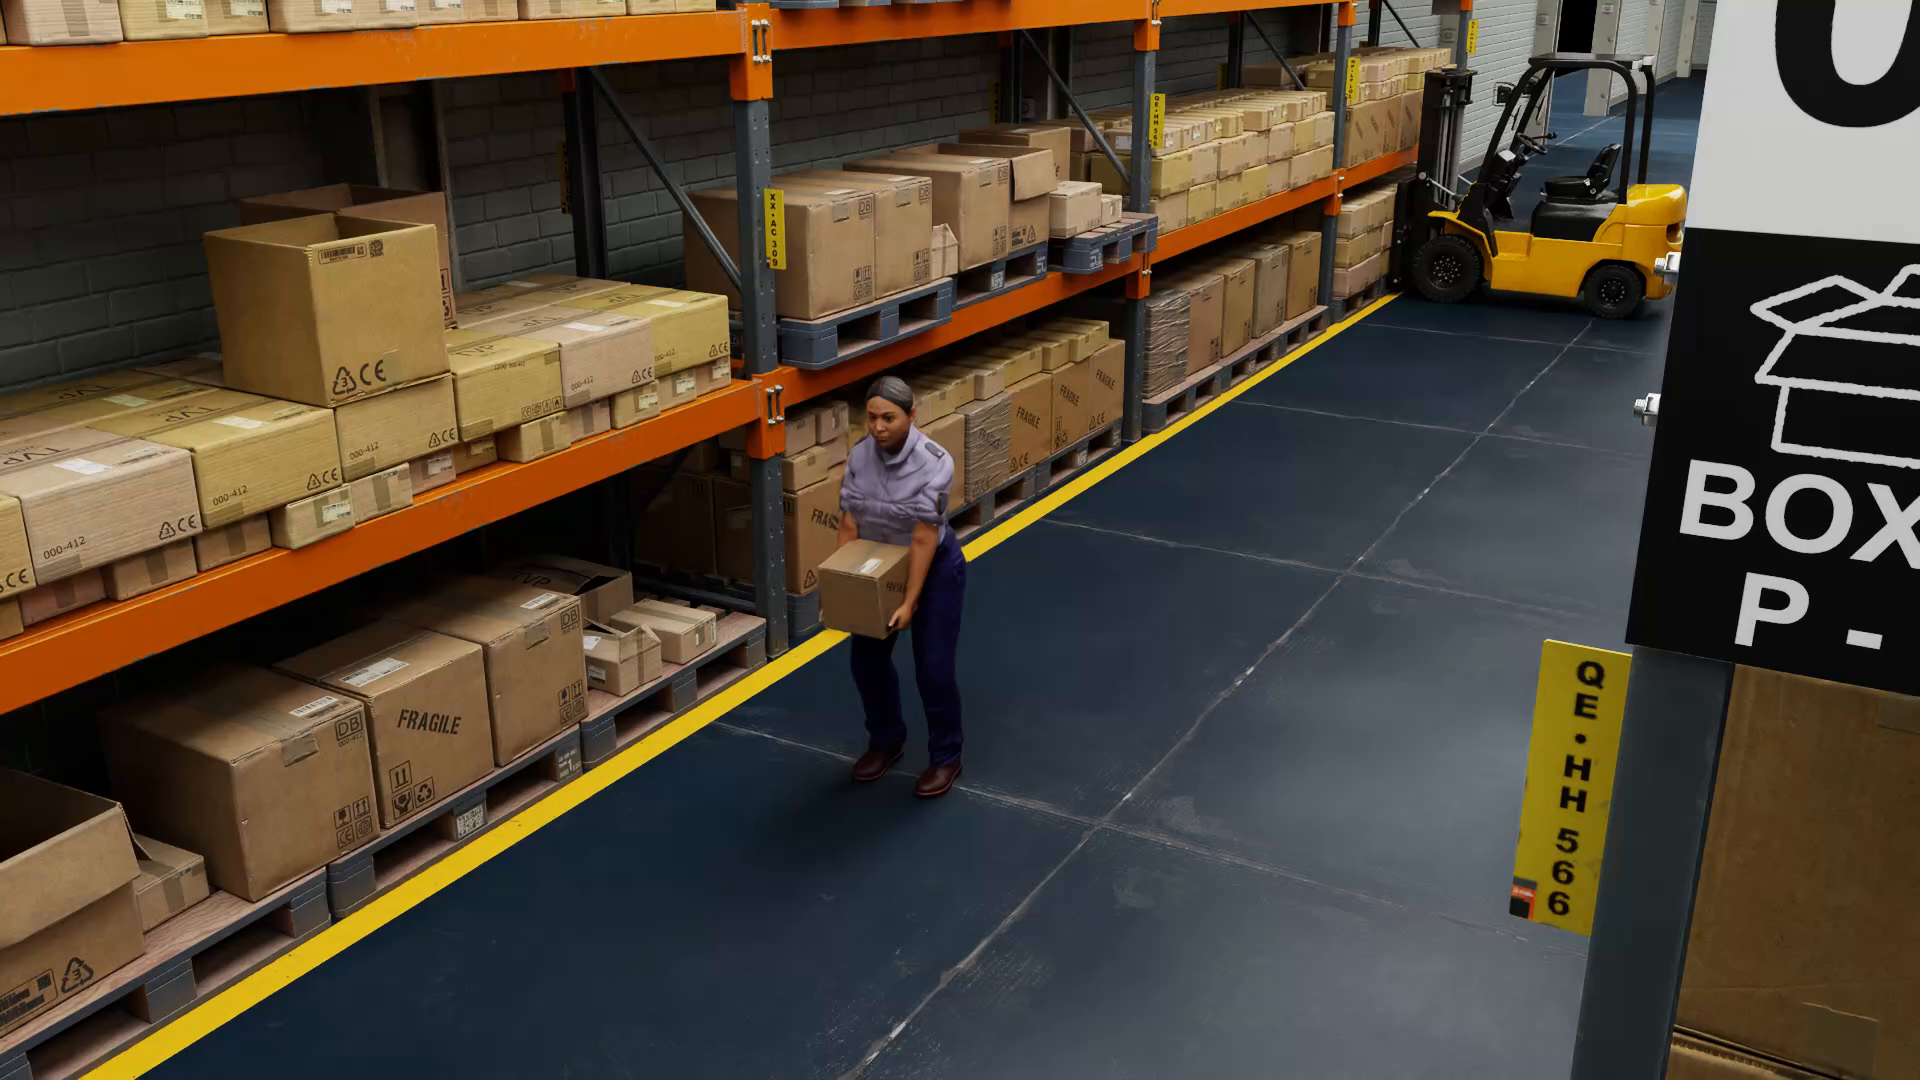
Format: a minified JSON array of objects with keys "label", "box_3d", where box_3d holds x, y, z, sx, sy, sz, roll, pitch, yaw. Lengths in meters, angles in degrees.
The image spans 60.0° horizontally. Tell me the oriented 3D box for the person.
[{"label":"person","box_3d":[-0.228,0.180,6.155,0.435,1.611,0.558,10,22,26]}]
